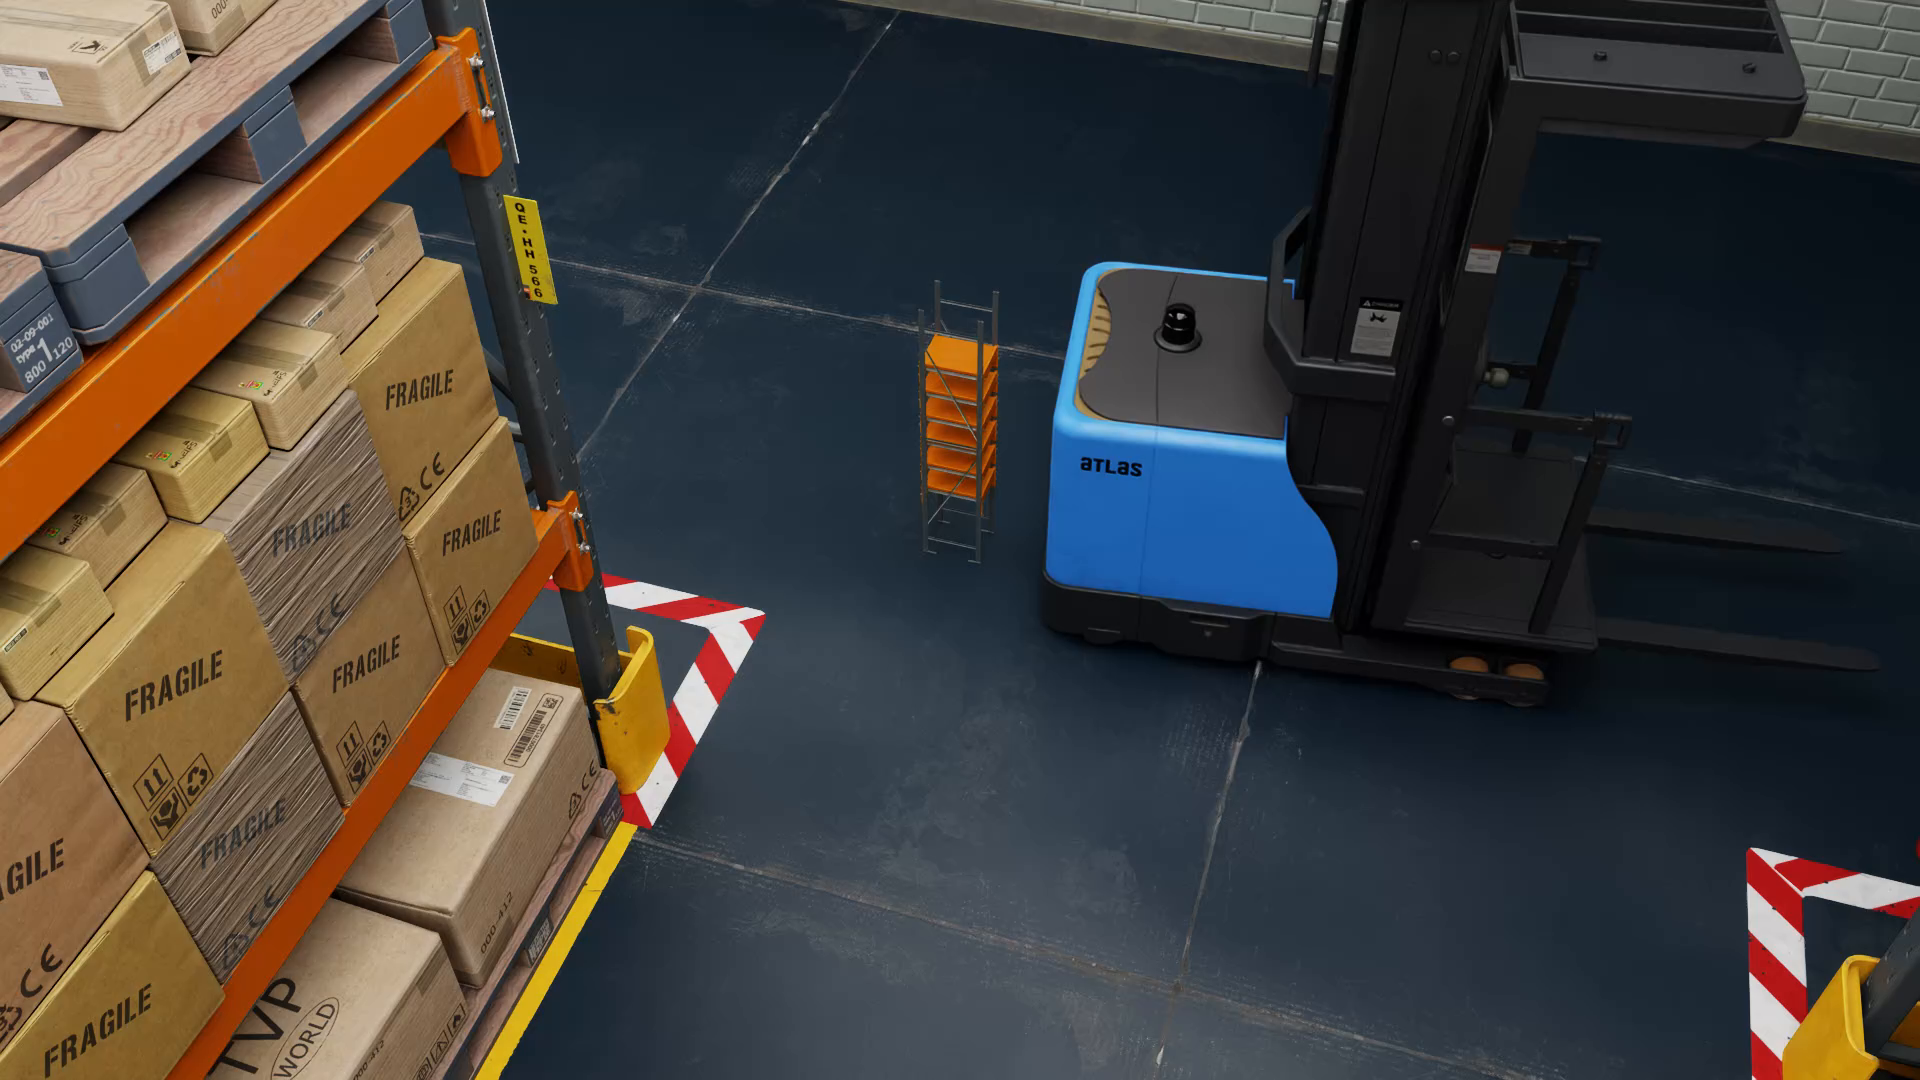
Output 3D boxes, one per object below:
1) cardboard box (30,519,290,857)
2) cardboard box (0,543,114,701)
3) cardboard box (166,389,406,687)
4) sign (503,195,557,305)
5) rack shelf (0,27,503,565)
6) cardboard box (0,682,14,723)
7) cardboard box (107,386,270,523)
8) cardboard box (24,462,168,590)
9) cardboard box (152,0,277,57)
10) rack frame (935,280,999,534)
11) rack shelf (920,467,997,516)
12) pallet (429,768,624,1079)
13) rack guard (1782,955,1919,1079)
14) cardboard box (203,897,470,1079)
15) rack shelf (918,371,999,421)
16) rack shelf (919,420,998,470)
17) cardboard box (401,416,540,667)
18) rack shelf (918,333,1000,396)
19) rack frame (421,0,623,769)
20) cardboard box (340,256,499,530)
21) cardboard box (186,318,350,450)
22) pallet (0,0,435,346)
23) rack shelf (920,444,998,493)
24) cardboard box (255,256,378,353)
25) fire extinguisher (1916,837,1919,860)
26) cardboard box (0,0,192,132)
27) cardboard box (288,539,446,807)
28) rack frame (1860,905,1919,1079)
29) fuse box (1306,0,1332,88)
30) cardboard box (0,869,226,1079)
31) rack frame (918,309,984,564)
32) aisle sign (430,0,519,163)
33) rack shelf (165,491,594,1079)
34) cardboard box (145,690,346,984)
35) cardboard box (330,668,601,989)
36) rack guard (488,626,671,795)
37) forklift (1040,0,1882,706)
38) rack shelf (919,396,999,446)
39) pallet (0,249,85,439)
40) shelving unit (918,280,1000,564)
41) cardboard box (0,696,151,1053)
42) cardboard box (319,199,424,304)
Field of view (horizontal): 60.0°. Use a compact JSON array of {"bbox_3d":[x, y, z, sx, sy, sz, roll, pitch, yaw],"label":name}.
[{"bbox_3d":[-1.850,0.274,3.539,0.500,0.500,0.500,12,46,12],"label":"cardboard box"},{"bbox_3d":[-1.900,0.131,3.221,0.380,0.149,0.250,14,46,13],"label":"cardboard box"},{"bbox_3d":[-1.697,-0.055,3.875,0.500,0.500,0.500,13,46,13],"label":"cardboard box"},{"bbox_3d":[-1.135,-0.762,4.387,0.100,0.325,0.005,13,46,13],"label":"sign"},{"bbox_3d":[-2.253,0.130,2.842,1.077,0.370,4.000,13,46,13],"label":"rack shelf"},{"bbox_3d":[-1.997,0.302,3.047,0.380,0.149,0.250,14,46,14],"label":"cardboard box"},{"bbox_3d":[-1.733,-0.208,3.568,0.380,0.149,0.250,14,46,13],"label":"cardboard box"},{"bbox_3d":[-1.880,-0.049,3.405,0.380,0.149,0.250,12,46,12],"label":"cardboard box"},{"bbox_3d":[-1.698,-1.273,3.497,0.500,0.250,0.500,9,45,9],"label":"cardboard box"},{"bbox_3d":[0.023,-0.480,6.383,0.240,1.200,0.006,13,46,12],"label":"rack frame"},{"bbox_3d":[-0.004,-0.216,6.519,0.258,0.103,0.180,13,46,12],"label":"rack shelf"},{"bbox_3d":[-1.815,1.158,5.415,1.003,0.211,1.213,13,46,13],"label":"pallet"},{"bbox_3d":[3.061,1.605,4.752,1.175,0.500,0.348,13,46,13],"label":"rack guard"},{"bbox_3d":[-2.021,1.451,4.655,0.875,0.438,0.875,14,46,14],"label":"cardboard box"},{"bbox_3d":[-0.004,-0.559,6.184,0.258,0.103,0.180,13,46,12],"label":"rack shelf"},{"bbox_3d":[-0.004,-0.387,6.352,0.258,0.103,0.180,13,46,12],"label":"rack shelf"},{"bbox_3d":[-1.542,-0.046,4.581,0.500,0.500,0.500,13,46,13],"label":"cardboard box"},{"bbox_3d":[-0.004,-0.645,6.100,0.258,0.103,0.180,13,46,12],"label":"rack shelf"},{"bbox_3d":[-1.648,-0.388,5.002,1.000,3.000,0.127,13,46,13],"label":"rack frame"},{"bbox_3d":[-1.567,-0.409,4.237,0.500,0.500,0.500,14,46,14],"label":"cardboard box"},{"bbox_3d":[-1.617,-0.367,3.730,0.380,0.149,0.250,12,46,12],"label":"cardboard box"},{"bbox_3d":[-1.862,-0.932,3.476,1.003,0.211,1.213,13,46,13],"label":"pallet"},{"bbox_3d":[-0.004,-0.302,6.436,0.258,0.103,0.180,13,46,12],"label":"rack shelf"},{"bbox_3d":[-1.620,-0.557,3.924,0.380,0.149,0.250,13,46,13],"label":"cardboard box"},{"bbox_3d":[2.688,0.626,4.288,0.296,0.674,0.183,13,46,13],"label":"fire extinguisher"},{"bbox_3d":[-1.749,-0.941,3.230,0.380,0.149,0.250,9,45,9],"label":"cardboard box"},{"bbox_3d":[-1.708,0.285,4.242,0.500,0.500,0.500,12,46,12],"label":"cardboard box"},{"bbox_3d":[3.084,0.661,3.930,1.000,3.000,0.127,13,46,13],"label":"rack frame"},{"bbox_3d":[1.995,-3.149,8.744,0.539,1.711,0.414,13,46,13],"label":"fuse box"},{"bbox_3d":[-1.998,0.977,3.535,0.500,0.500,0.500,14,46,14],"label":"cardboard box"},{"bbox_3d":[-0.032,-0.358,6.258,0.240,1.200,0.006,13,46,12],"label":"rack frame"},{"bbox_3d":[-1.330,-1.299,4.074,0.394,0.787,0.004,13,46,13],"label":"aisle sign"},{"bbox_3d":[-2.253,1.202,3.891,1.077,0.370,4.000,13,46,13],"label":"rack shelf"},{"bbox_3d":[-1.854,0.630,3.890,0.500,0.500,0.500,14,46,14],"label":"cardboard box"},{"bbox_3d":[-1.752,0.839,5.280,0.875,0.438,0.875,11,45,11],"label":"cardboard box"},{"bbox_3d":[-1.640,0.489,5.892,1.175,0.500,0.348,13,46,13],"label":"rack guard"},{"bbox_3d":[1.872,-0.839,5.511,3.031,2.935,1.130,7,45,7],"label":"forklift"},{"bbox_3d":[-0.004,-0.473,6.268,0.258,0.103,0.180,13,46,12],"label":"rack shelf"},{"bbox_3d":[-2.230,-0.116,2.642,1.003,0.211,1.213,13,46,13],"label":"pallet"},{"bbox_3d":[-0.004,-0.419,6.320,0.258,1.200,0.189,13,46,12],"label":"shelving unit"},{"bbox_3d":[-2.004,0.609,3.196,0.500,0.500,0.500,12,46,12],"label":"cardboard box"},{"bbox_3d":[-1.566,-0.731,4.102,0.380,0.149,0.250,13,46,13],"label":"cardboard box"}]
